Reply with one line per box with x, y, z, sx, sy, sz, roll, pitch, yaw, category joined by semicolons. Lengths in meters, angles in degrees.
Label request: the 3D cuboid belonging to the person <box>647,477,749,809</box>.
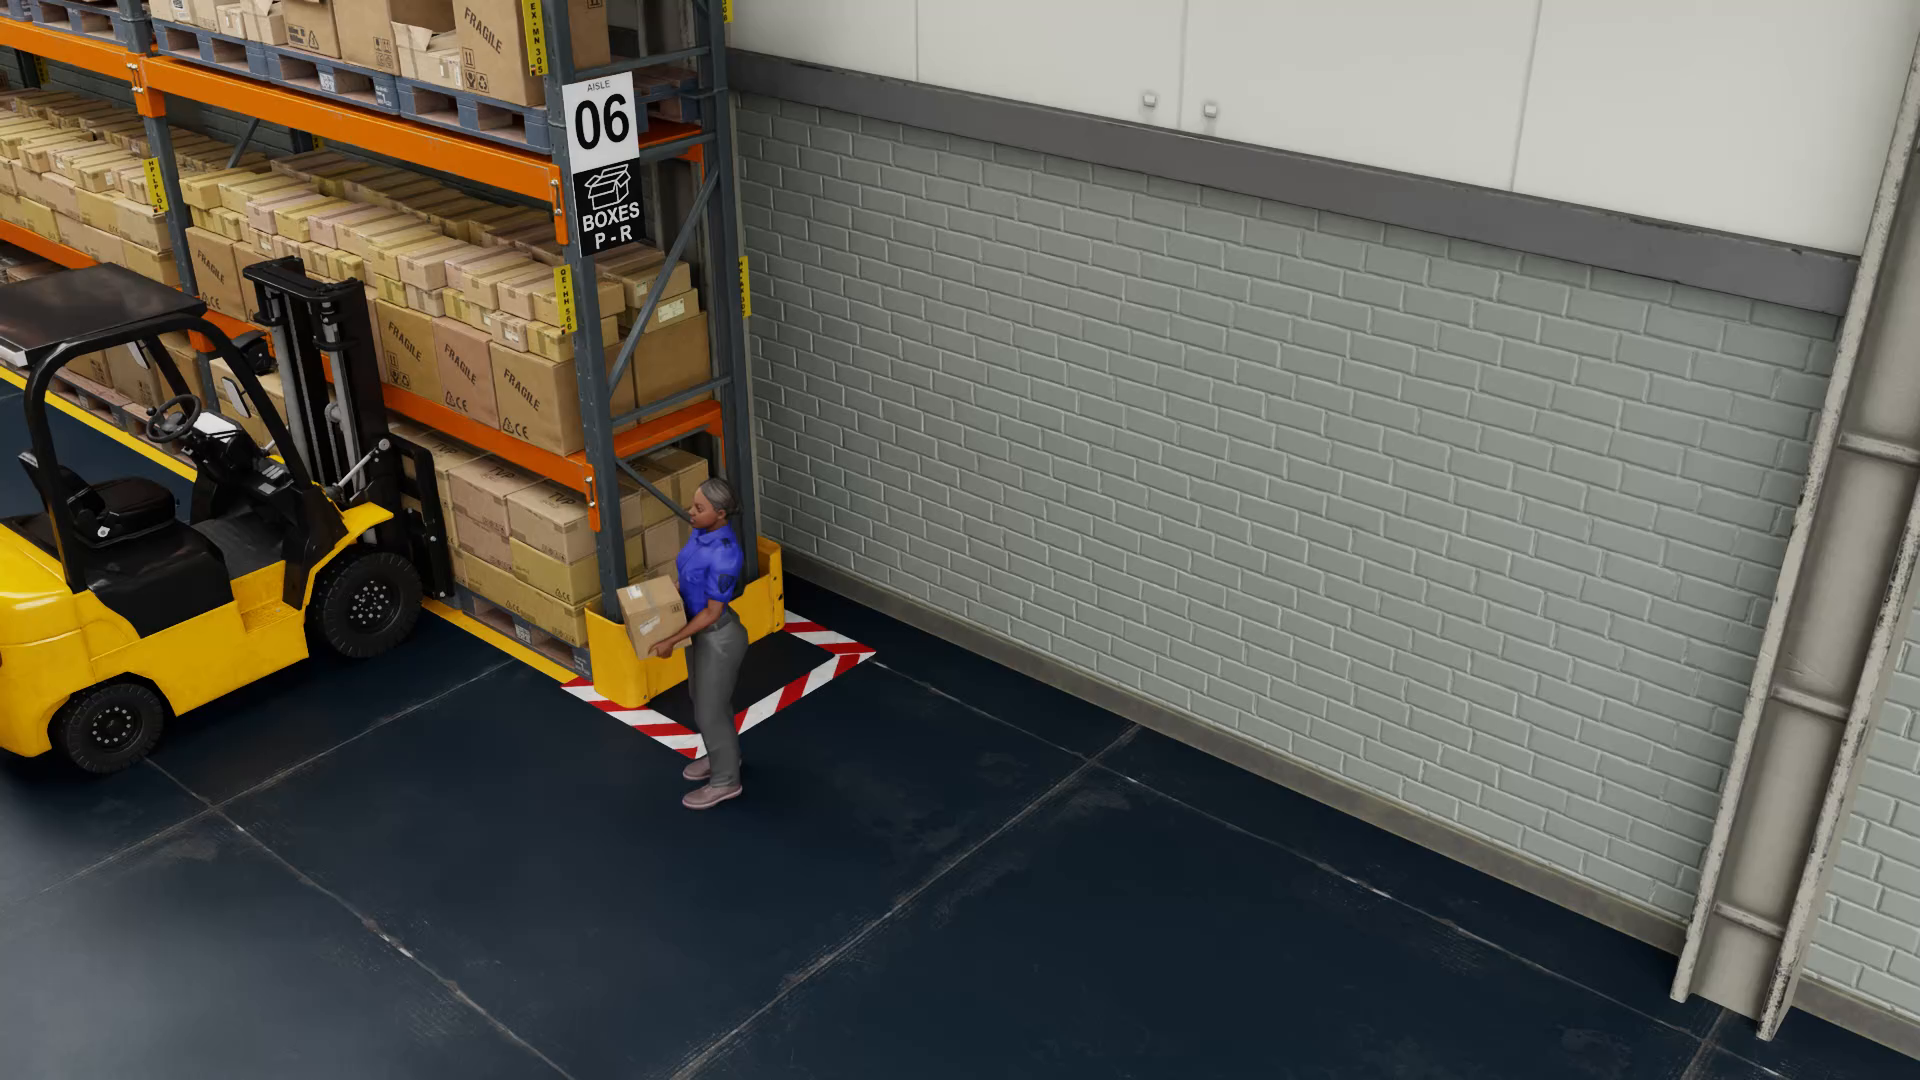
-1.223;0.476;7.722;0.516;1.648;0.451;-11;29;-19;person
